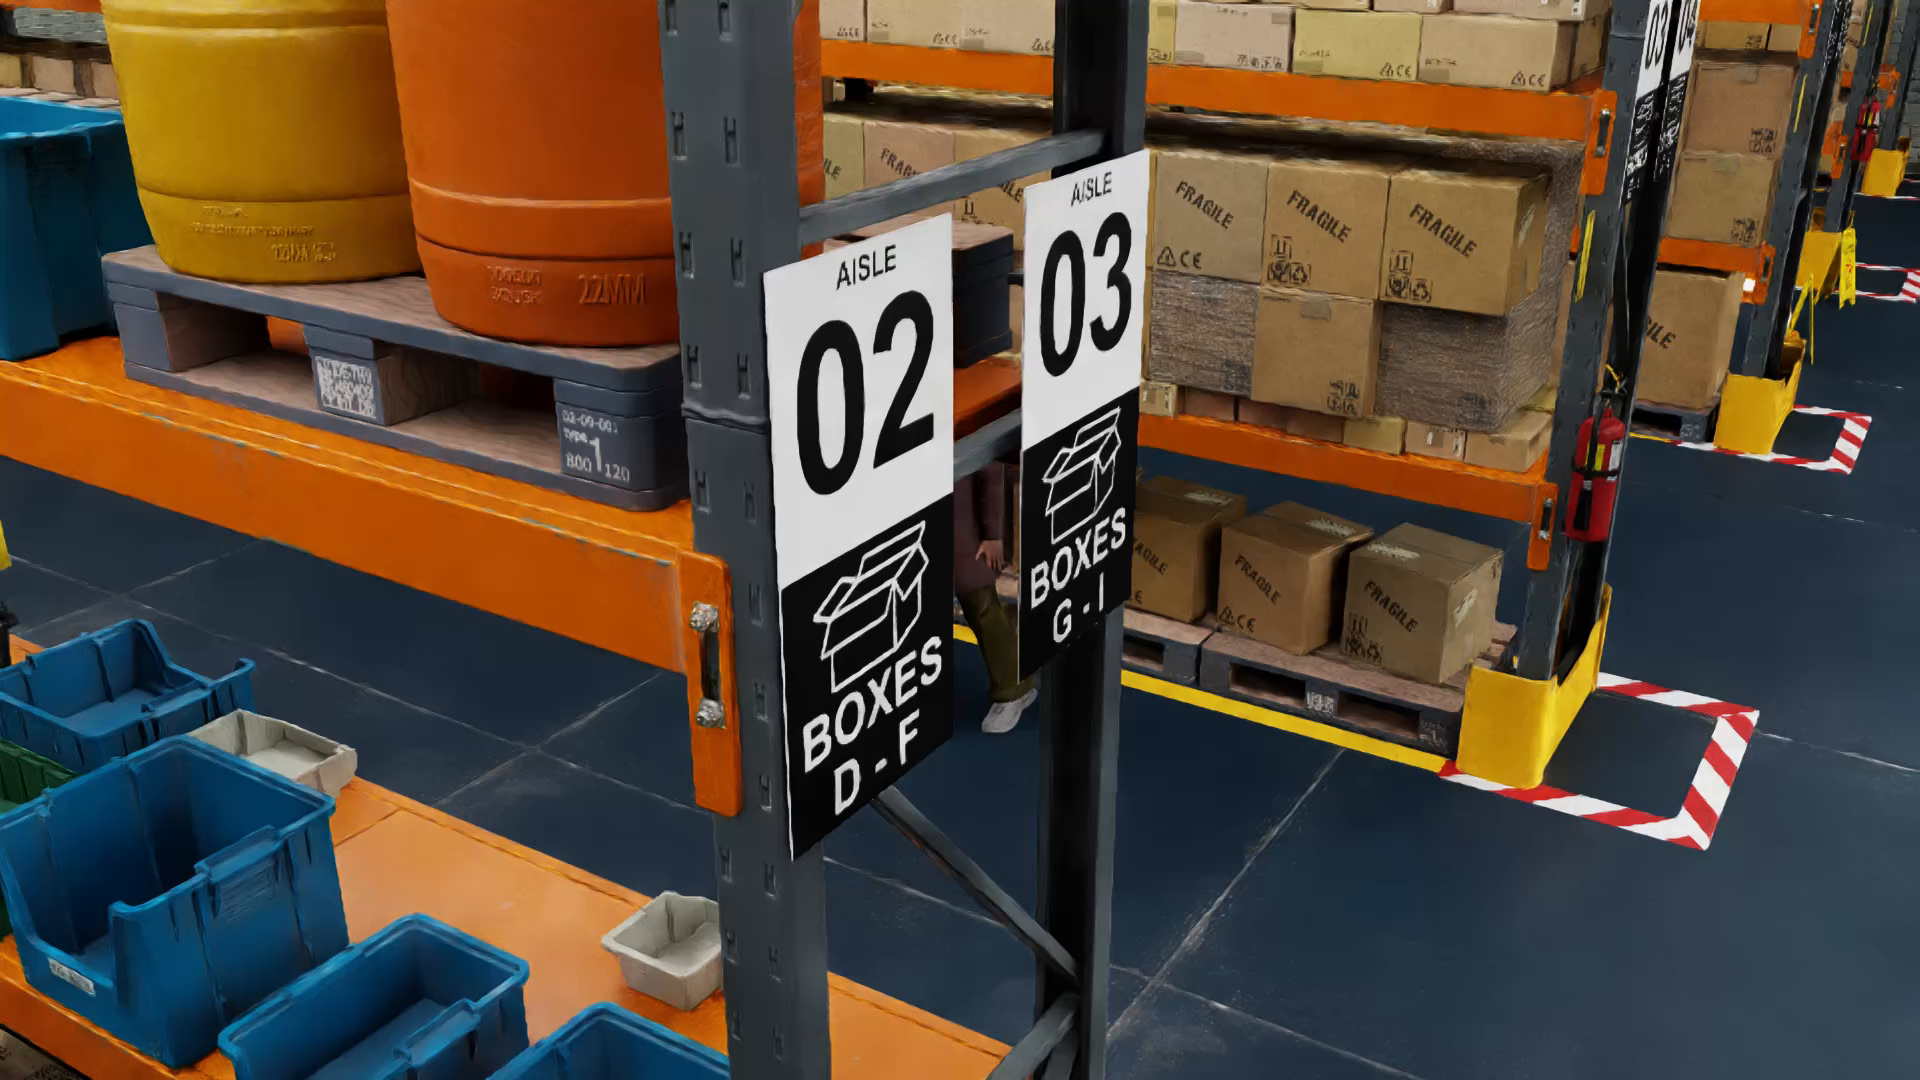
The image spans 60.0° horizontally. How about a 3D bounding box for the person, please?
[{"bbox_3d":[-0.052,-0.034,7.197,0.649,1.787,0.627,19,29,38],"label":"person"}]
